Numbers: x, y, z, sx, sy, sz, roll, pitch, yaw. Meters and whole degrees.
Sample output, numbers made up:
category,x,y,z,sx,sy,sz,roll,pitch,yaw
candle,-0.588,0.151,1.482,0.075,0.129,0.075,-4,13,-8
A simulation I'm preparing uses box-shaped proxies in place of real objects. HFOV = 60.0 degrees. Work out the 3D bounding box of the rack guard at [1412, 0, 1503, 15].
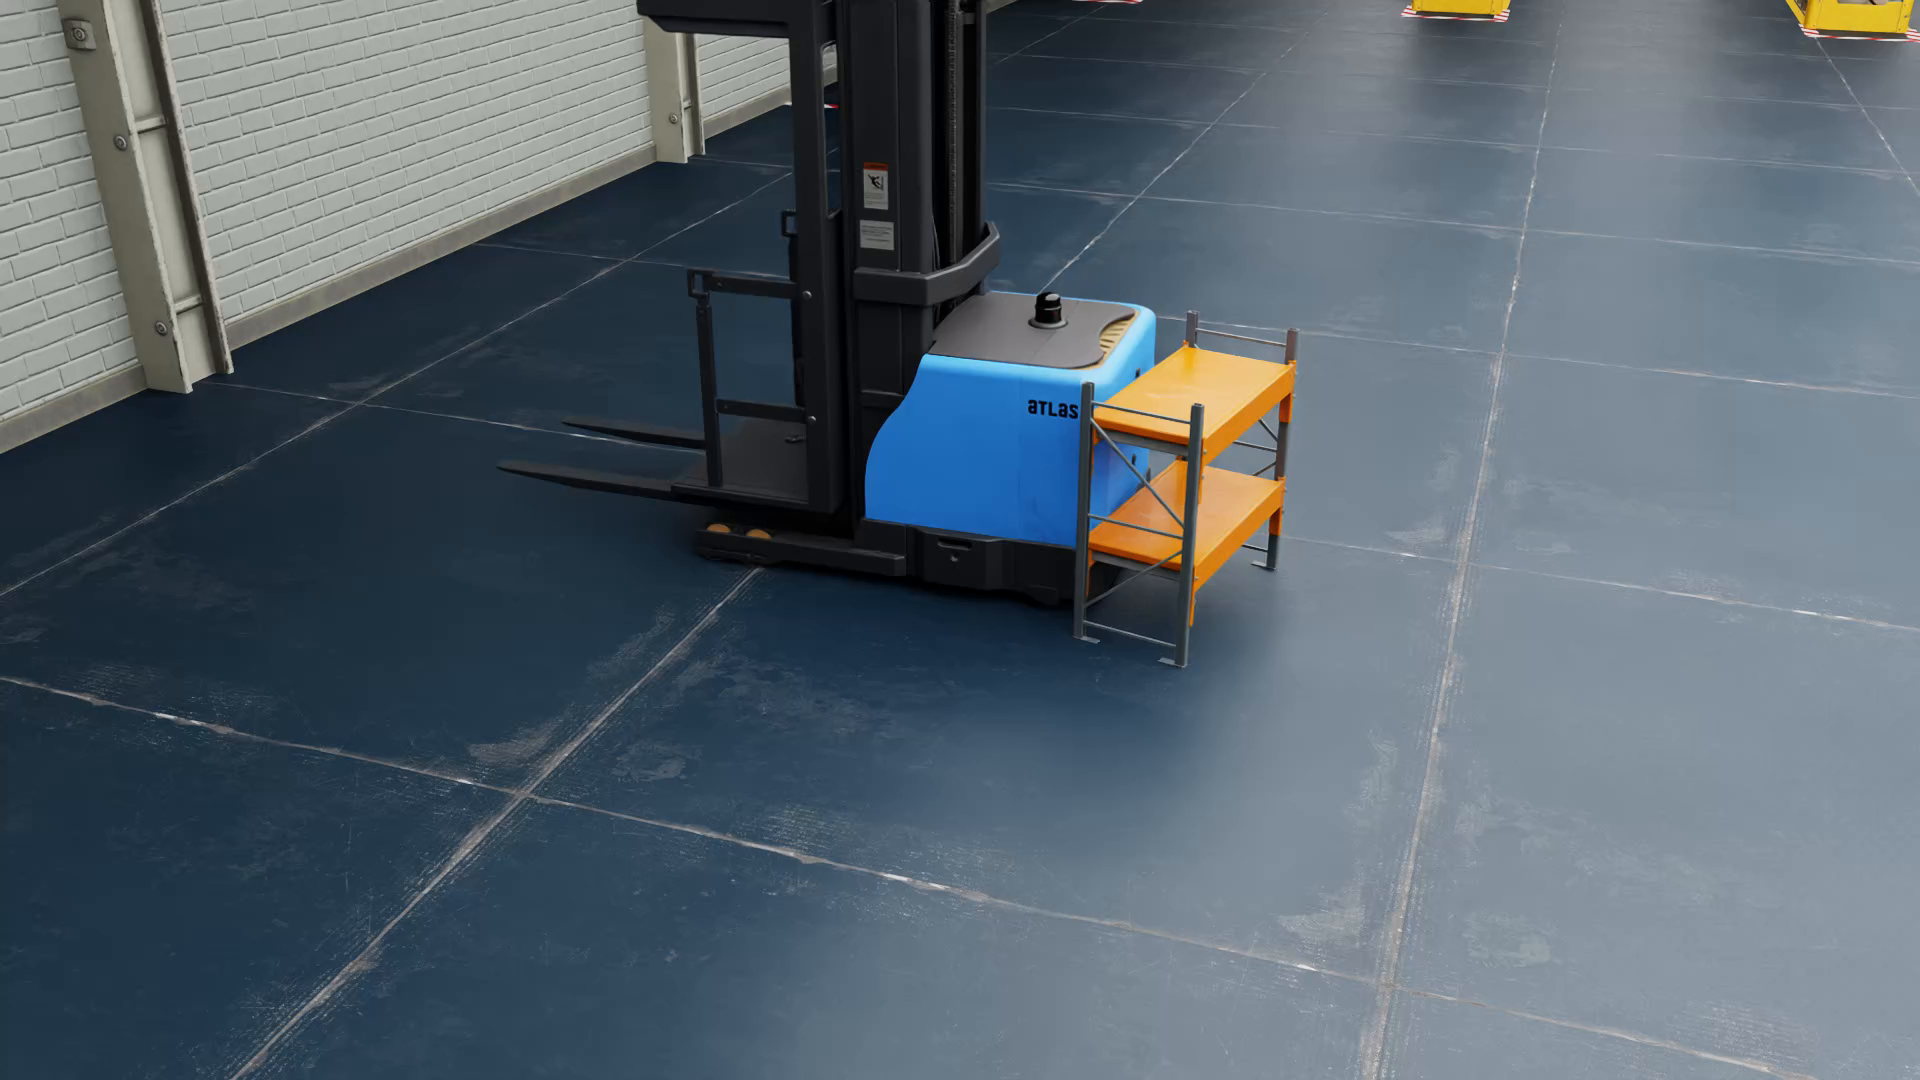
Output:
category,x,y,z,sx,sy,sz,roll,pitch,yaw
rack guard,6.750,-7.420,22.501,1.175,0.500,0.348,9,27,17

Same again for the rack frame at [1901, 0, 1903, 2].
category,x,y,z,sx,sy,sz,roll,pitch,yaw
rack frame,11.428,-7.835,20.489,1.000,3.000,0.127,9,27,17

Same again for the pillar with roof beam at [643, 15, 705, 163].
category,x,y,z,sx,sy,sz,roll,pitch,yaw
pillar with roof beam,1.569,-6.829,11.528,9.100,9.000,0.400,9,27,17

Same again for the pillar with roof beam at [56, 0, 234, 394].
category,x,y,z,sx,sy,sz,roll,pitch,yaw
pillar with roof beam,-0.427,-4.363,6.436,9.100,9.000,0.400,9,27,17

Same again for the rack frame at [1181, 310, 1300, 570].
category,x,y,z,sx,sy,sz,roll,pitch,yaw
rack frame,1.208,-0.432,7.350,0.500,1.125,0.032,14,29,27

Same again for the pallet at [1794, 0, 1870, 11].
category,x,y,z,sx,sy,sz,roll,pitch,yaw
pallet,12.092,-7.450,22.896,1.003,0.211,1.213,9,27,17

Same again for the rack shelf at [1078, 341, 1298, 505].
category,x,y,z,sx,sy,sz,roll,pitch,yaw
rack shelf,0.950,-0.504,6.829,0.538,0.278,1.000,14,29,27

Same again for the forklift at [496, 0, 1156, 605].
category,x,y,z,sx,sy,sz,roll,pitch,yaw
forklift,-0.685,-1.406,7.291,3.031,2.935,1.130,8,27,16

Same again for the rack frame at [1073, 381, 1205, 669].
category,x,y,z,sx,sy,sz,roll,pitch,yaw
rack frame,0.692,-0.050,6.562,0.500,1.125,0.032,14,29,27

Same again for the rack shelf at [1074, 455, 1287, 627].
category,x,y,z,sx,sy,sz,roll,pitch,yaw
rack shelf,0.950,-0.020,7.063,0.538,0.278,1.000,14,29,27

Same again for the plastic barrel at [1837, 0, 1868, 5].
category,x,y,z,sx,sy,sz,roll,pitch,yaw
plastic barrel,11.575,-7.186,21.522,0.421,0.512,0.421,0,26,0

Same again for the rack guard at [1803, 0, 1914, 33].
category,x,y,z,sx,sy,sz,roll,pitch,yaw
rack guard,11.409,-6.748,21.113,1.175,0.500,0.348,9,27,17

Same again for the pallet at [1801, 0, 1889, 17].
category,x,y,z,sx,sy,sz,roll,pitch,yaw
pallet,11.684,-6.951,21.864,1.003,0.211,1.213,9,27,17

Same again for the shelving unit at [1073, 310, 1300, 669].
category,x,y,z,sx,sy,sz,roll,pitch,yaw
shelving unit,0.950,-0.241,6.956,0.538,1.125,1.048,14,29,27
